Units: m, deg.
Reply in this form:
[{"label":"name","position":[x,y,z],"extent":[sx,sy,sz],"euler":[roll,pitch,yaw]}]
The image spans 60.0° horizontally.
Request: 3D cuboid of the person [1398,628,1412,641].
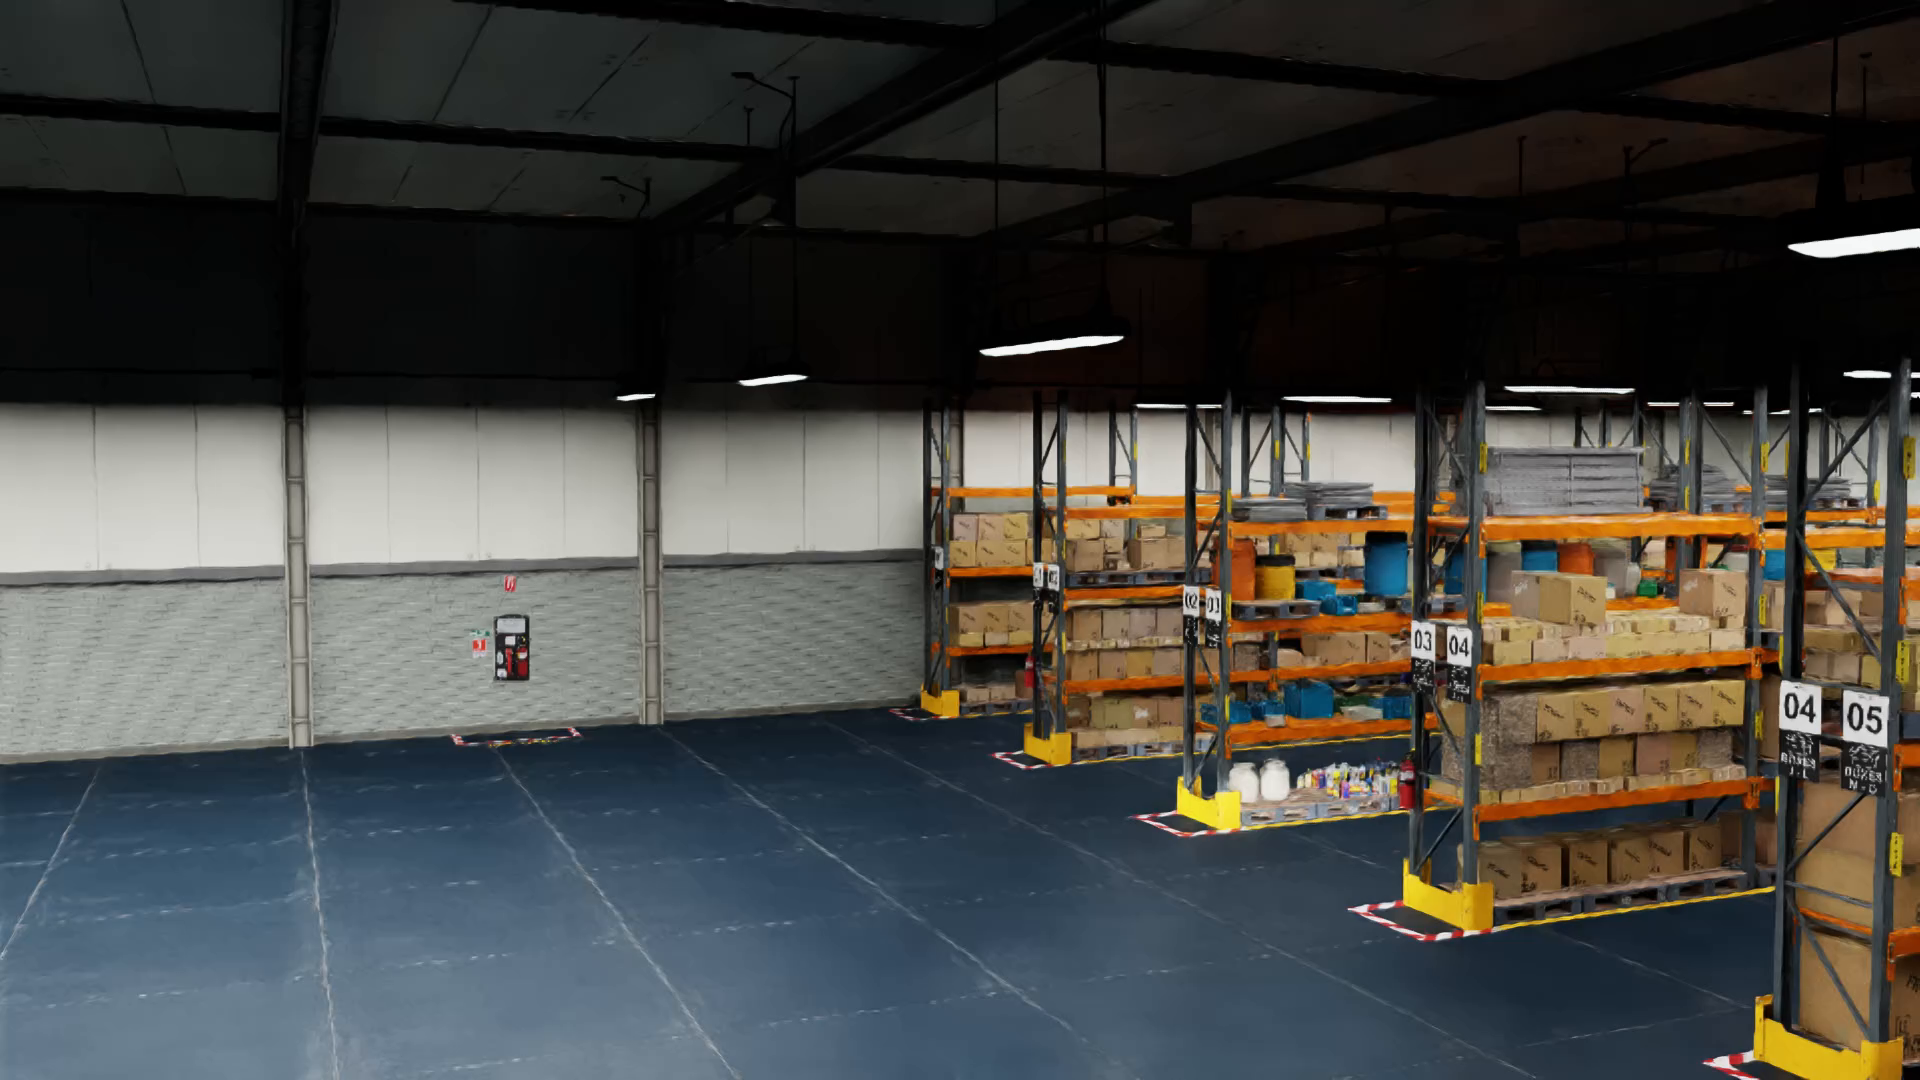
[{"label":"person","position":[8.665,2.521,32.186],"extent":[0.804,1.512,0.630],"euler":[-1,4,-17]}]
